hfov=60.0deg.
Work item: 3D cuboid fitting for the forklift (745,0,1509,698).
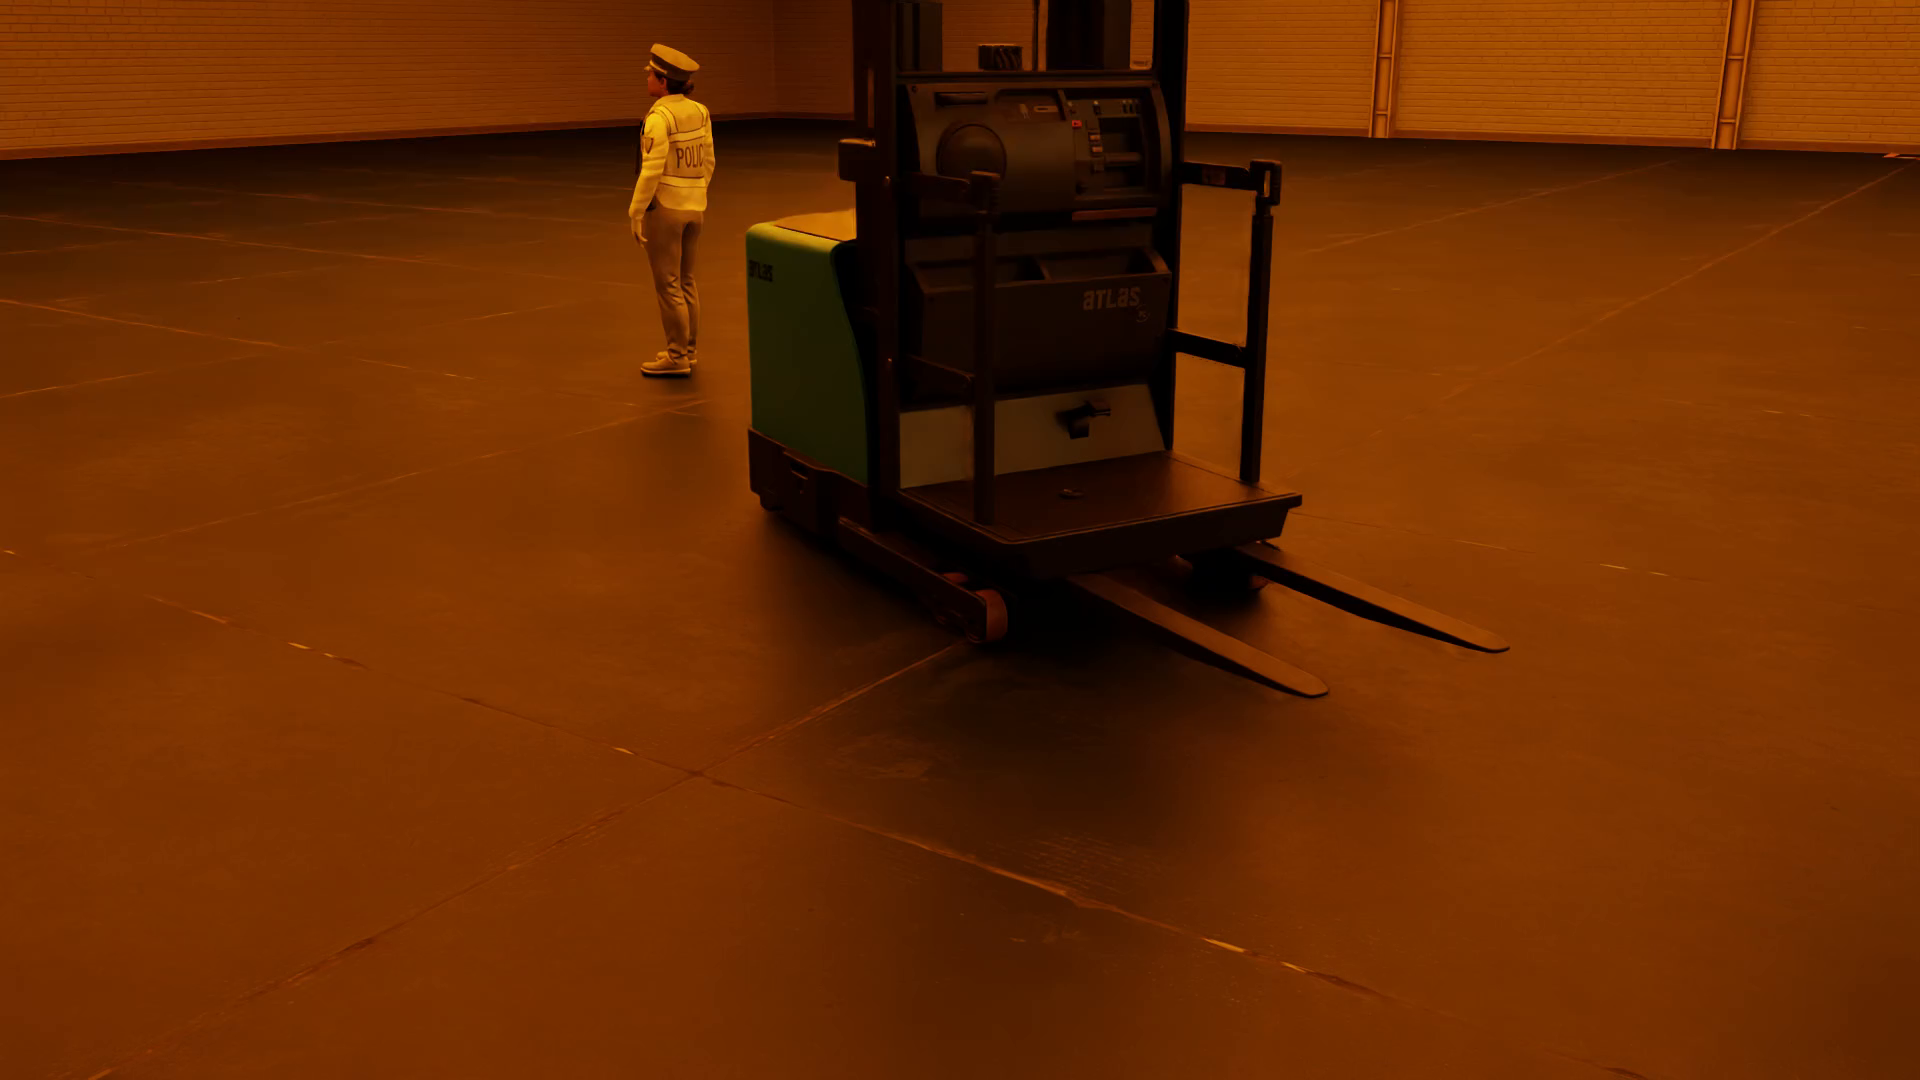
[{"bbox_3d":[0.365,-1.244,4.994,1.130,2.935,3.031,-9,19,-28],"label":"forklift"}]

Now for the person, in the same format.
[{"bbox_3d":[-1.551,-1.705,8.669,0.532,1.696,0.589,8,19,26],"label":"person"}]
